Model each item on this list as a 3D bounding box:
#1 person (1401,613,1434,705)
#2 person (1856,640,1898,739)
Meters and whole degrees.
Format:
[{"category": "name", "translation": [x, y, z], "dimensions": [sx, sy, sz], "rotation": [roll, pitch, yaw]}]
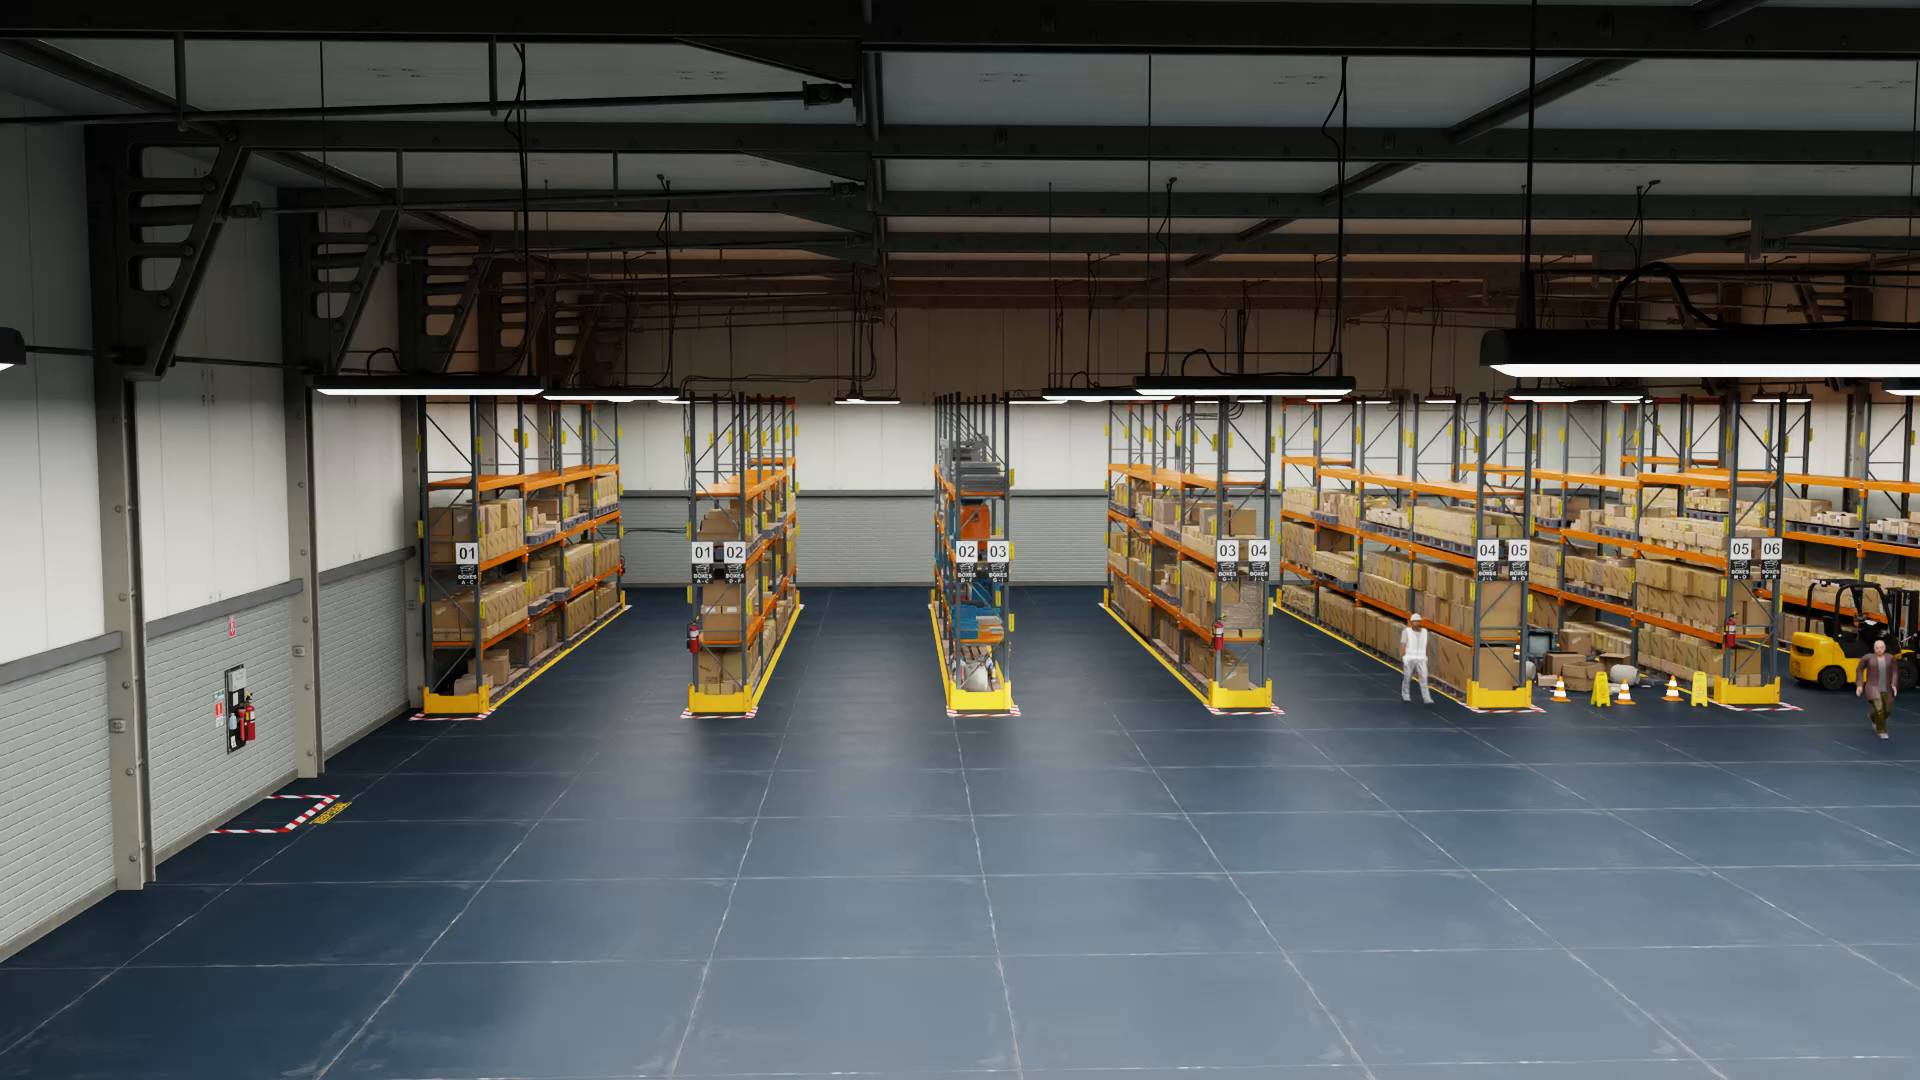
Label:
[{"category": "person", "translation": [8.746, 2.282, 31.855], "dimensions": [0.567, 1.725, 1.043], "rotation": [0, 5, 3]}, {"category": "person", "translation": [15.950, 2.567, 28.930], "dimensions": [0.620, 1.695, 0.849], "rotation": [1, 5, 7]}]
